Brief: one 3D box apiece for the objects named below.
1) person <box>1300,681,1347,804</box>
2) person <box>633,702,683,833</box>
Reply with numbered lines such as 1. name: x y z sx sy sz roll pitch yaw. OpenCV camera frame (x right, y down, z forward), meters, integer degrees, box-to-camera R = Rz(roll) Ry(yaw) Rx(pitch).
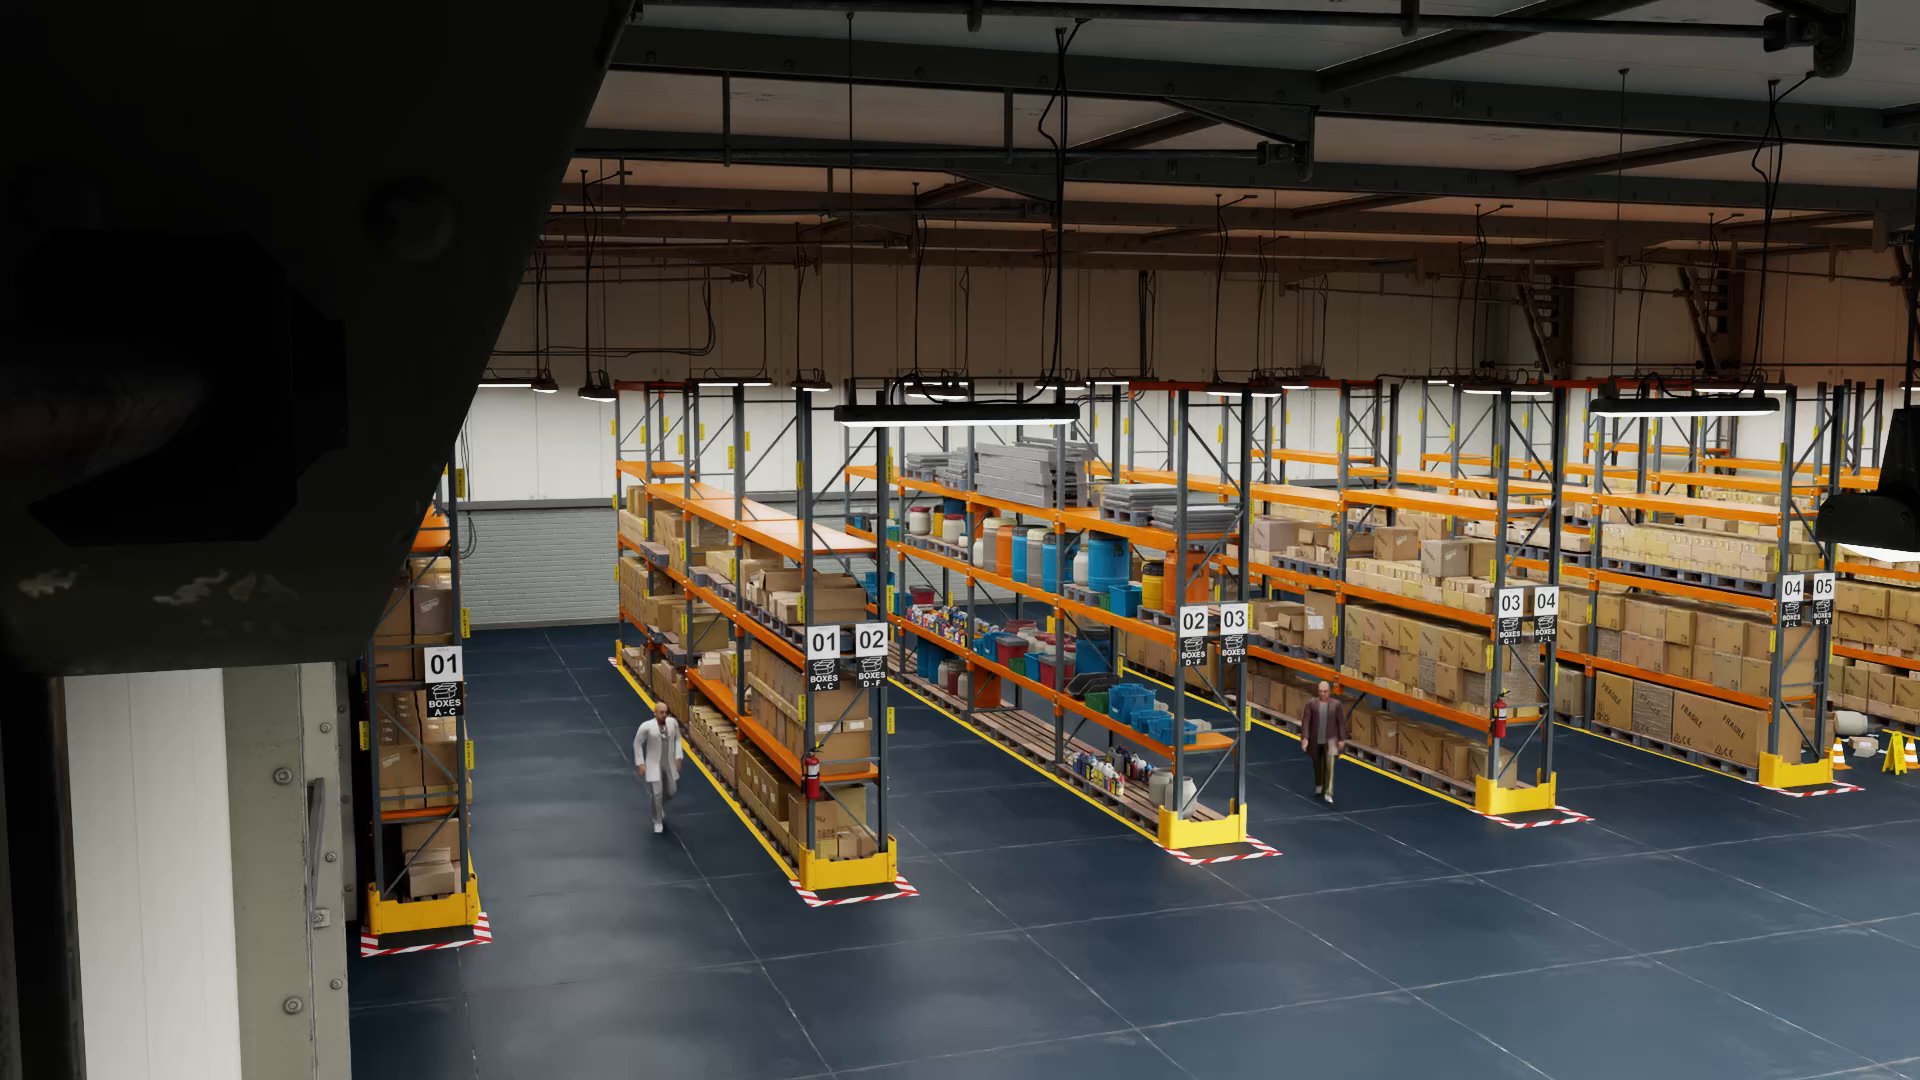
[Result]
1. person: 5.248 2.923 24.084 0.620 1.696 1.132 2 7 22
2. person: -4.150 3.062 22.765 0.669 1.762 0.753 -4 7 -34
